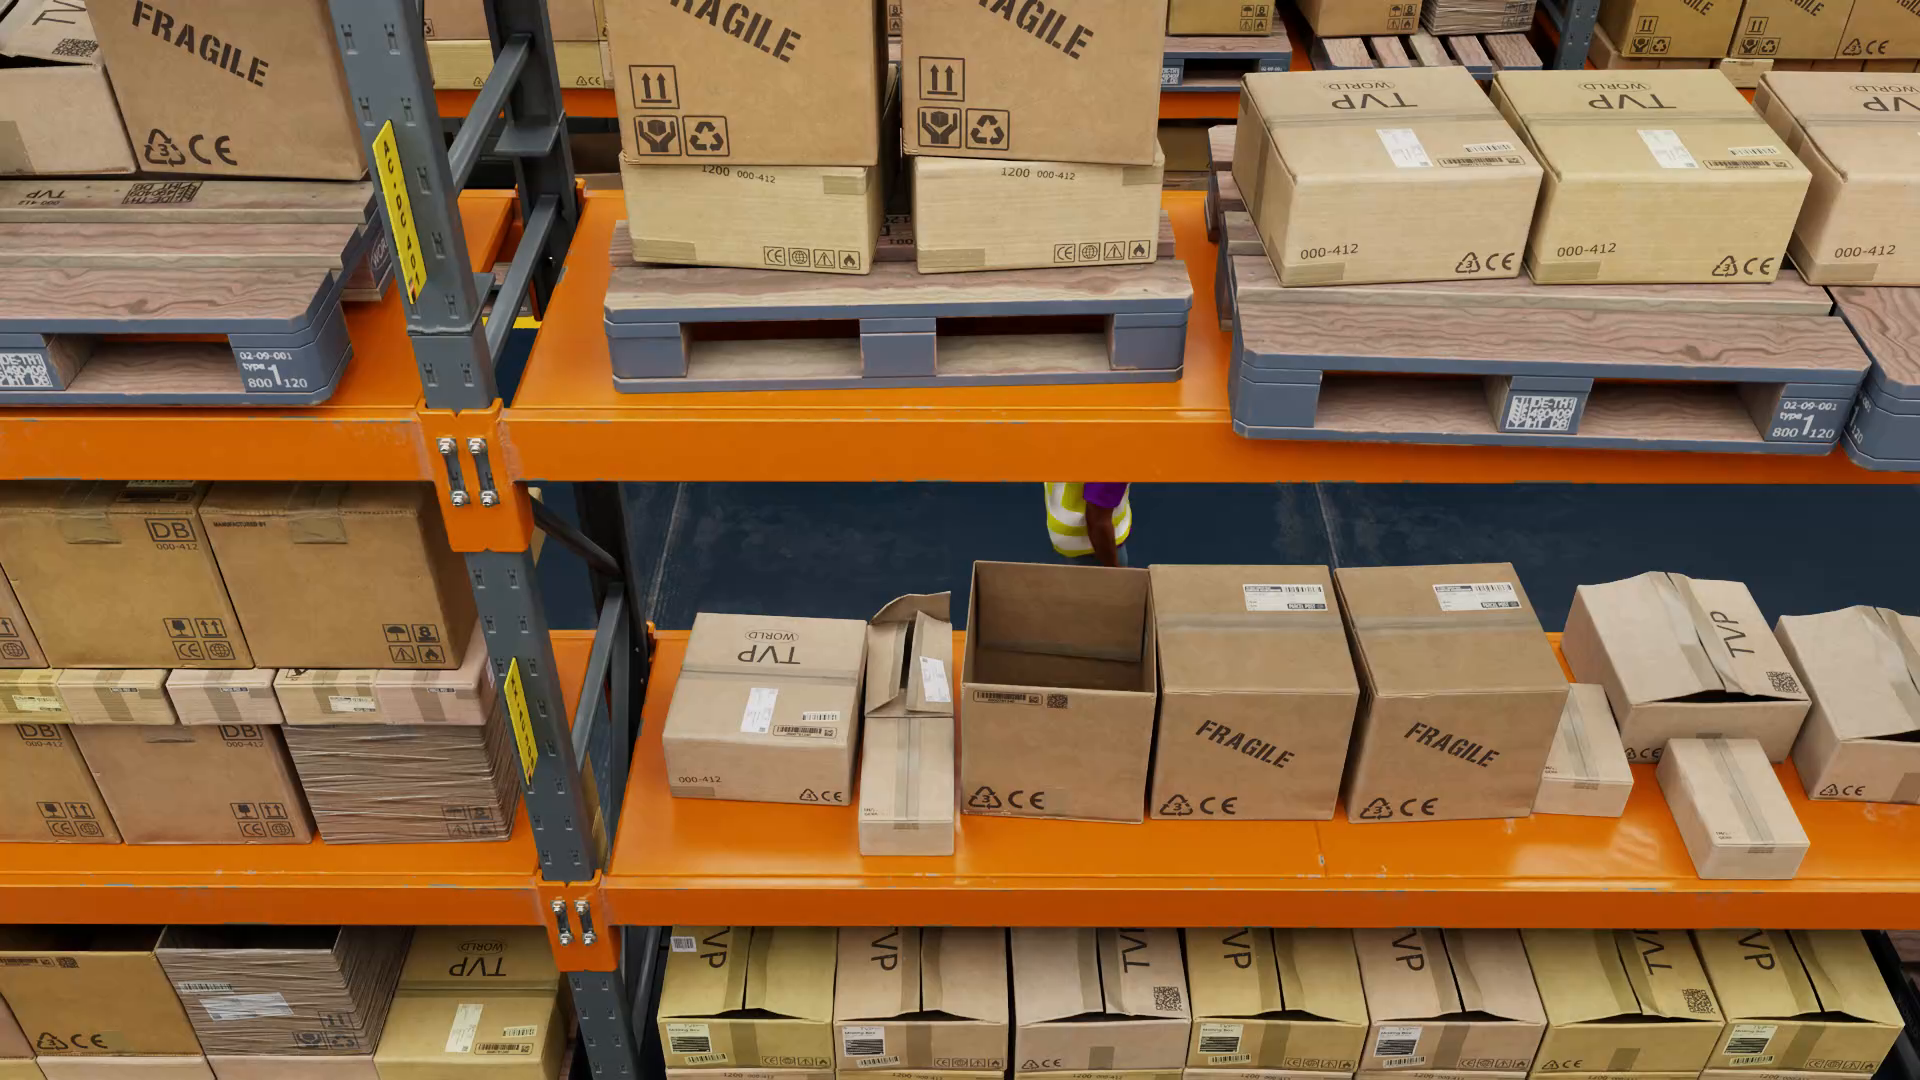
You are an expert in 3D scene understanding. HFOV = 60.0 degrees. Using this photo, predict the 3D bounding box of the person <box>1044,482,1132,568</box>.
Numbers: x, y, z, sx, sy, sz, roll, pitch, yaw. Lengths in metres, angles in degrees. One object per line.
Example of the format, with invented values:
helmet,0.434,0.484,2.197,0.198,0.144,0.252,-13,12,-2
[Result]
person,0.544,-0.060,6.214,0.463,1.760,0.632,0,39,0
